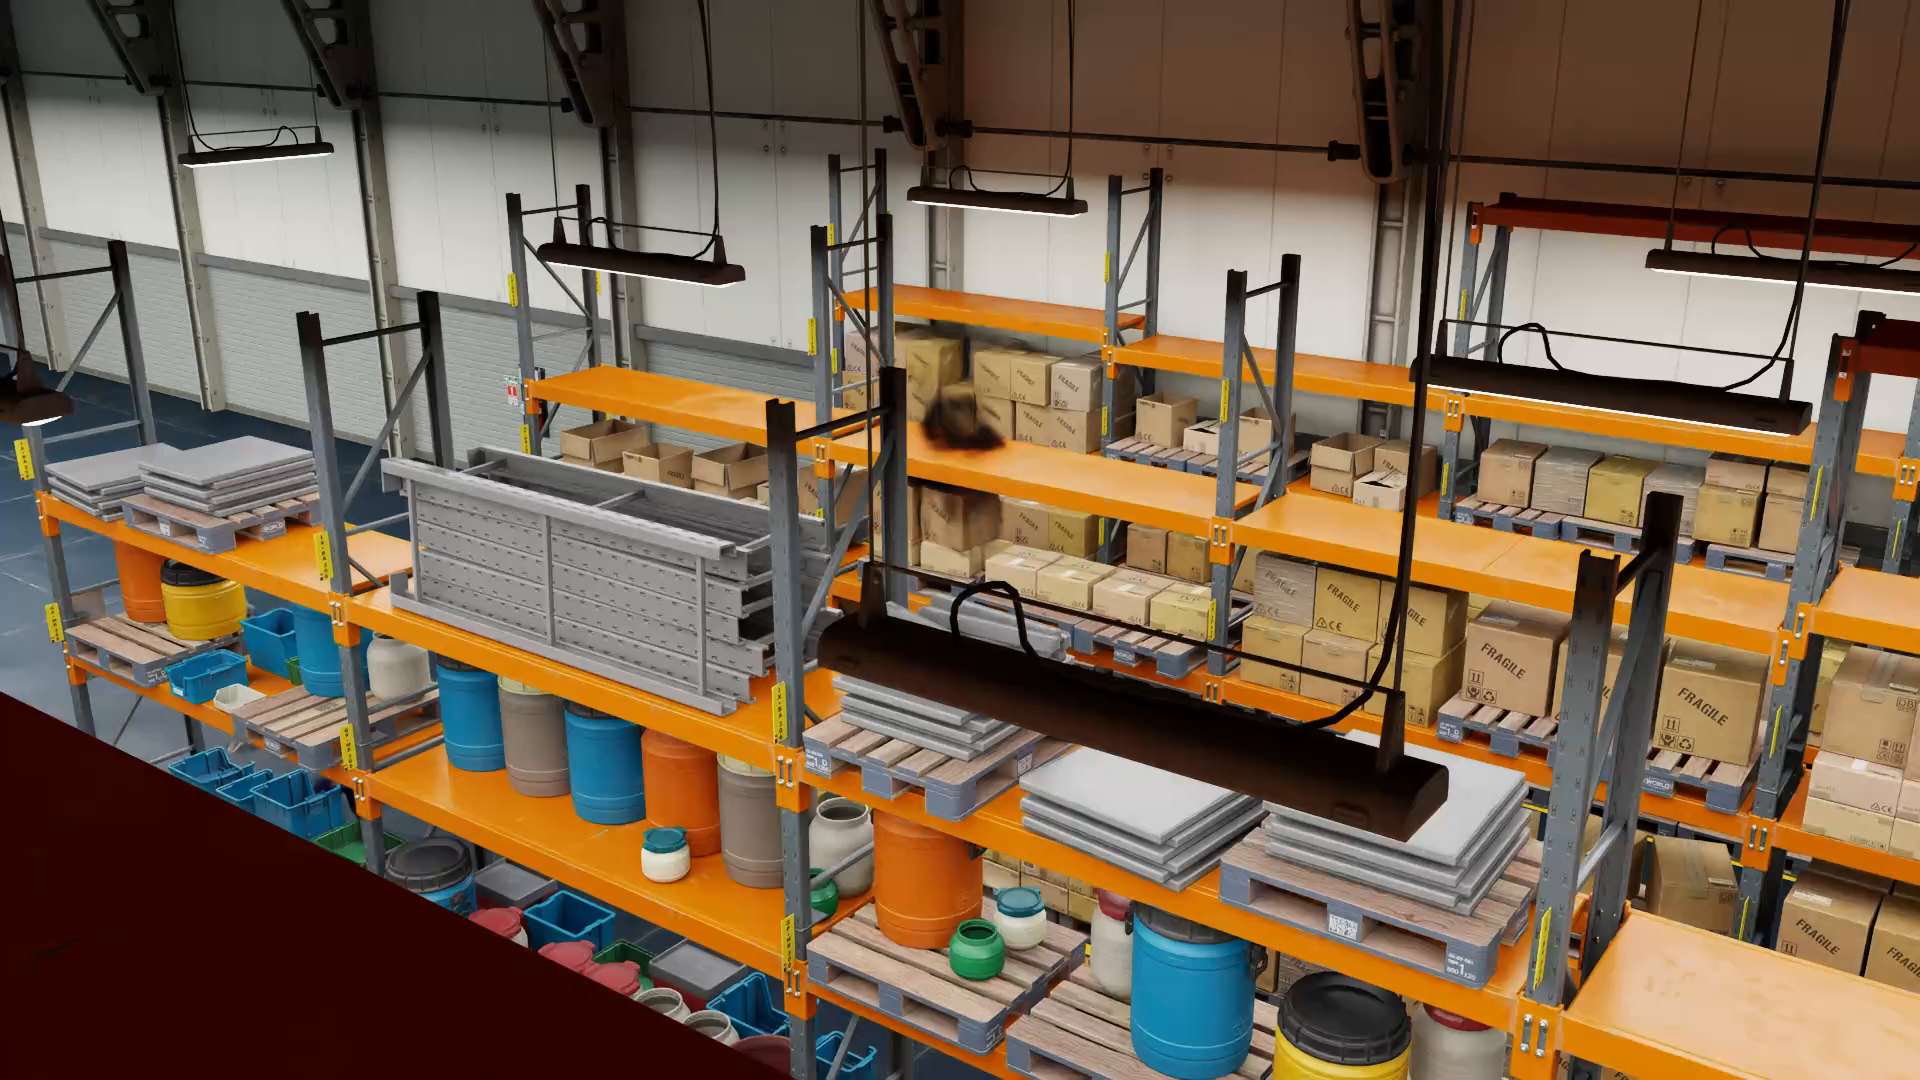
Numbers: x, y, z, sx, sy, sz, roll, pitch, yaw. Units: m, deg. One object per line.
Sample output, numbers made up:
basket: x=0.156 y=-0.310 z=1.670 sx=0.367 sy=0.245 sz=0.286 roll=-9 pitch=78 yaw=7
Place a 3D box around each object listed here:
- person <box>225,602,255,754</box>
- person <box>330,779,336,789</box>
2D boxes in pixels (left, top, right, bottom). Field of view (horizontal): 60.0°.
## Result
person: x=-7.737 y=1.456 z=18.141 sx=0.751 sy=1.744 sz=0.584 roll=-7 pitch=20 yaw=-21
person: x=-5.851 y=2.269 z=15.814 sx=0.758 sy=1.665 sz=0.614 roll=10 pitch=21 yaw=27
